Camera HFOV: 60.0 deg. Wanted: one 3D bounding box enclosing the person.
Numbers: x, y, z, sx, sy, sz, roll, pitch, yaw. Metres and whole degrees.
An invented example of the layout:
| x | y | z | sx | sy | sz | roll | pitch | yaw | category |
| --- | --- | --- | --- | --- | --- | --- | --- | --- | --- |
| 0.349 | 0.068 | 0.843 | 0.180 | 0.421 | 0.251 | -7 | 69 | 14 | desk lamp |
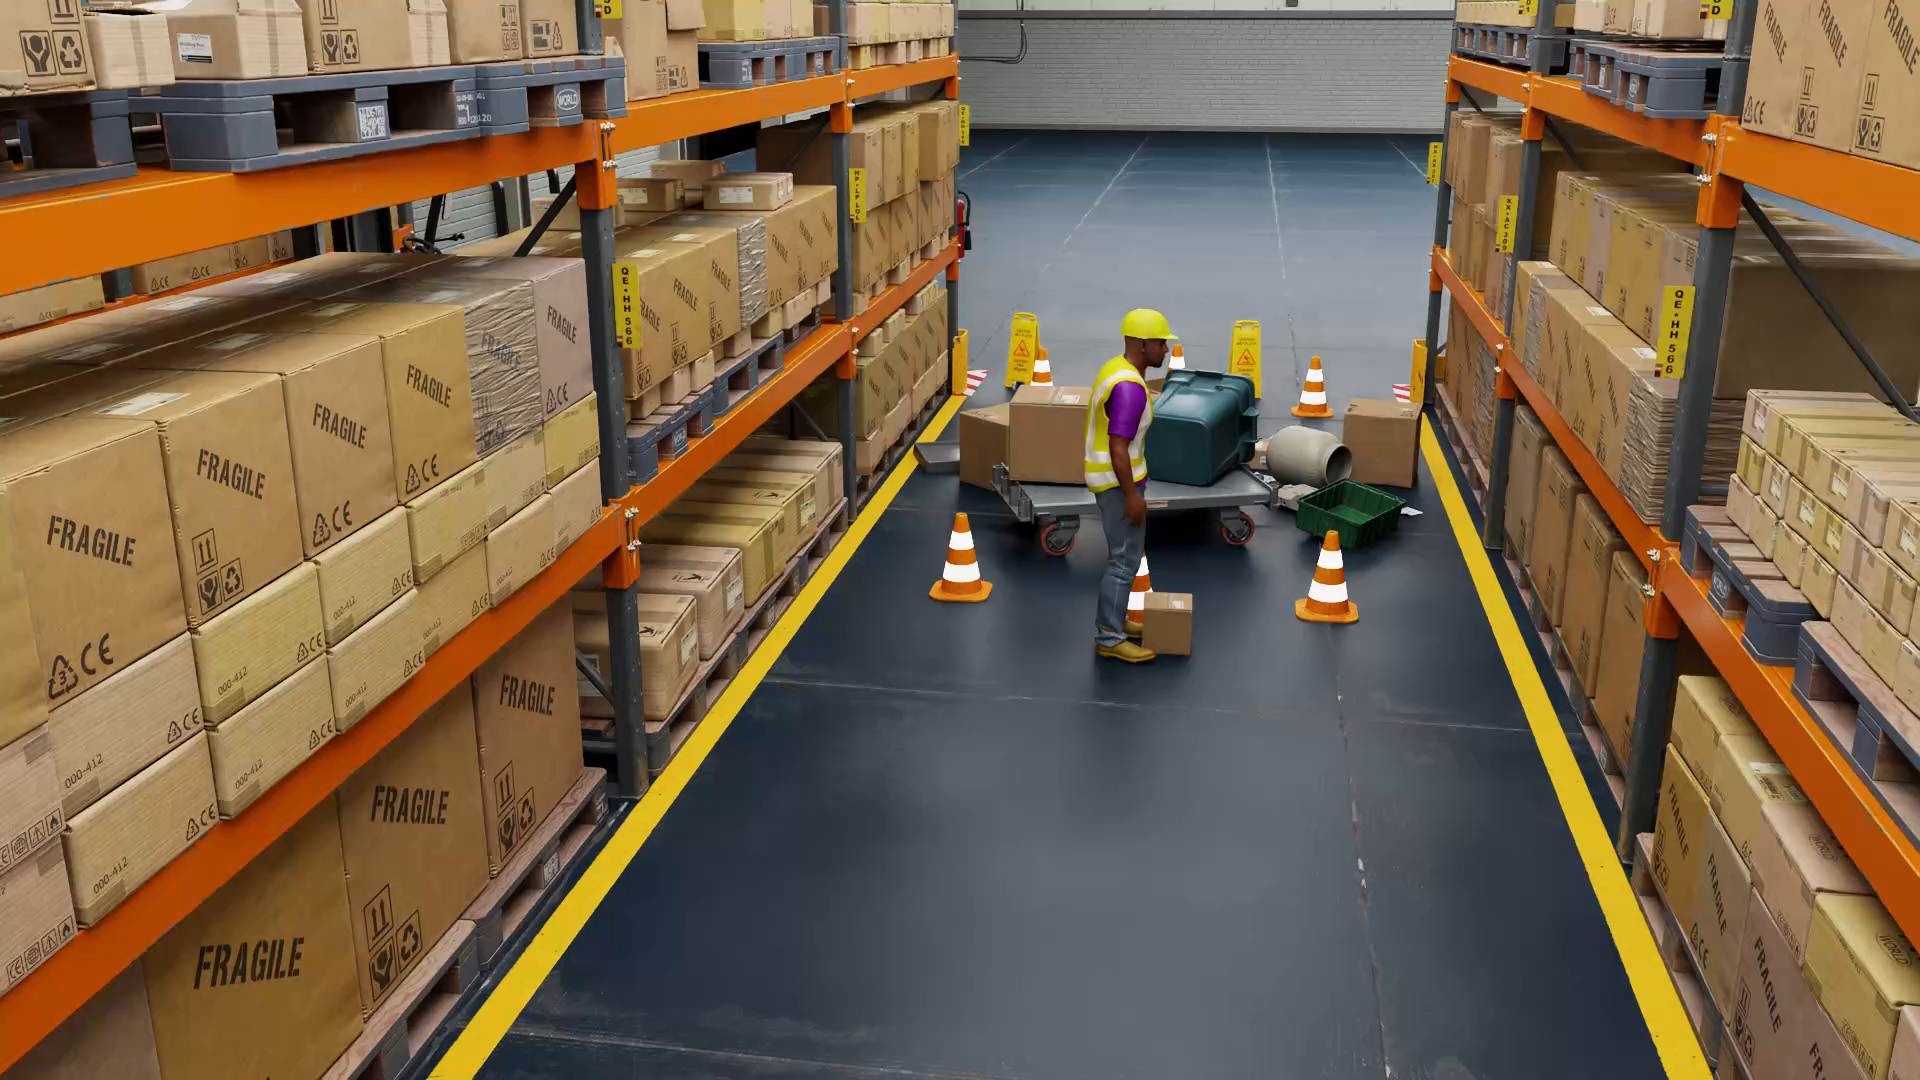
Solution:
| x | y | z | sx | sy | sz | roll | pitch | yaw | category |
| --- | --- | --- | --- | --- | --- | --- | --- | --- | --- |
| 0.853 | -0.296 | 8.445 | 0.455 | 1.761 | 0.637 | 2 | 18 | 6 | person |
